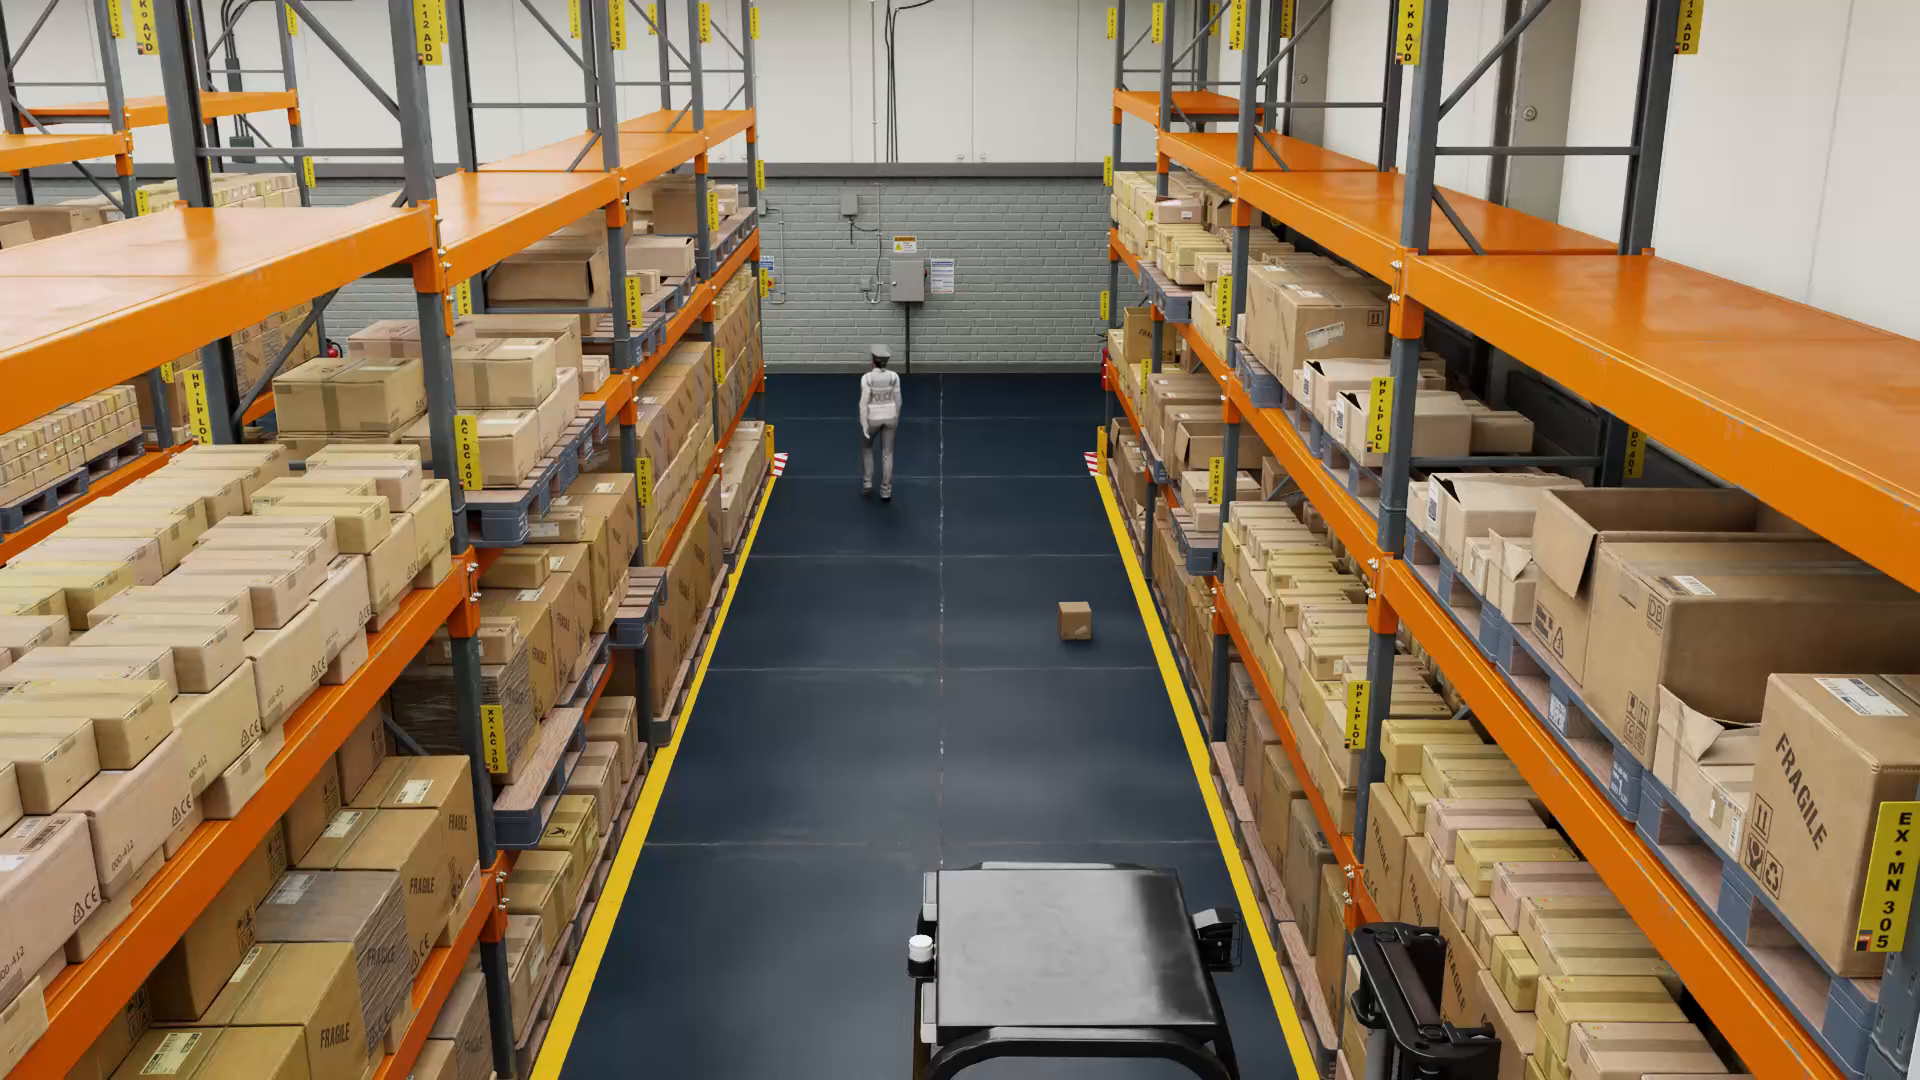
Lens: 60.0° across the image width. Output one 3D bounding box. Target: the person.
[{"bbox_3d":[-3.470,-0.103,13.483,7.840,2.202,8.562,-4,18,-13],"label":"person"}]
